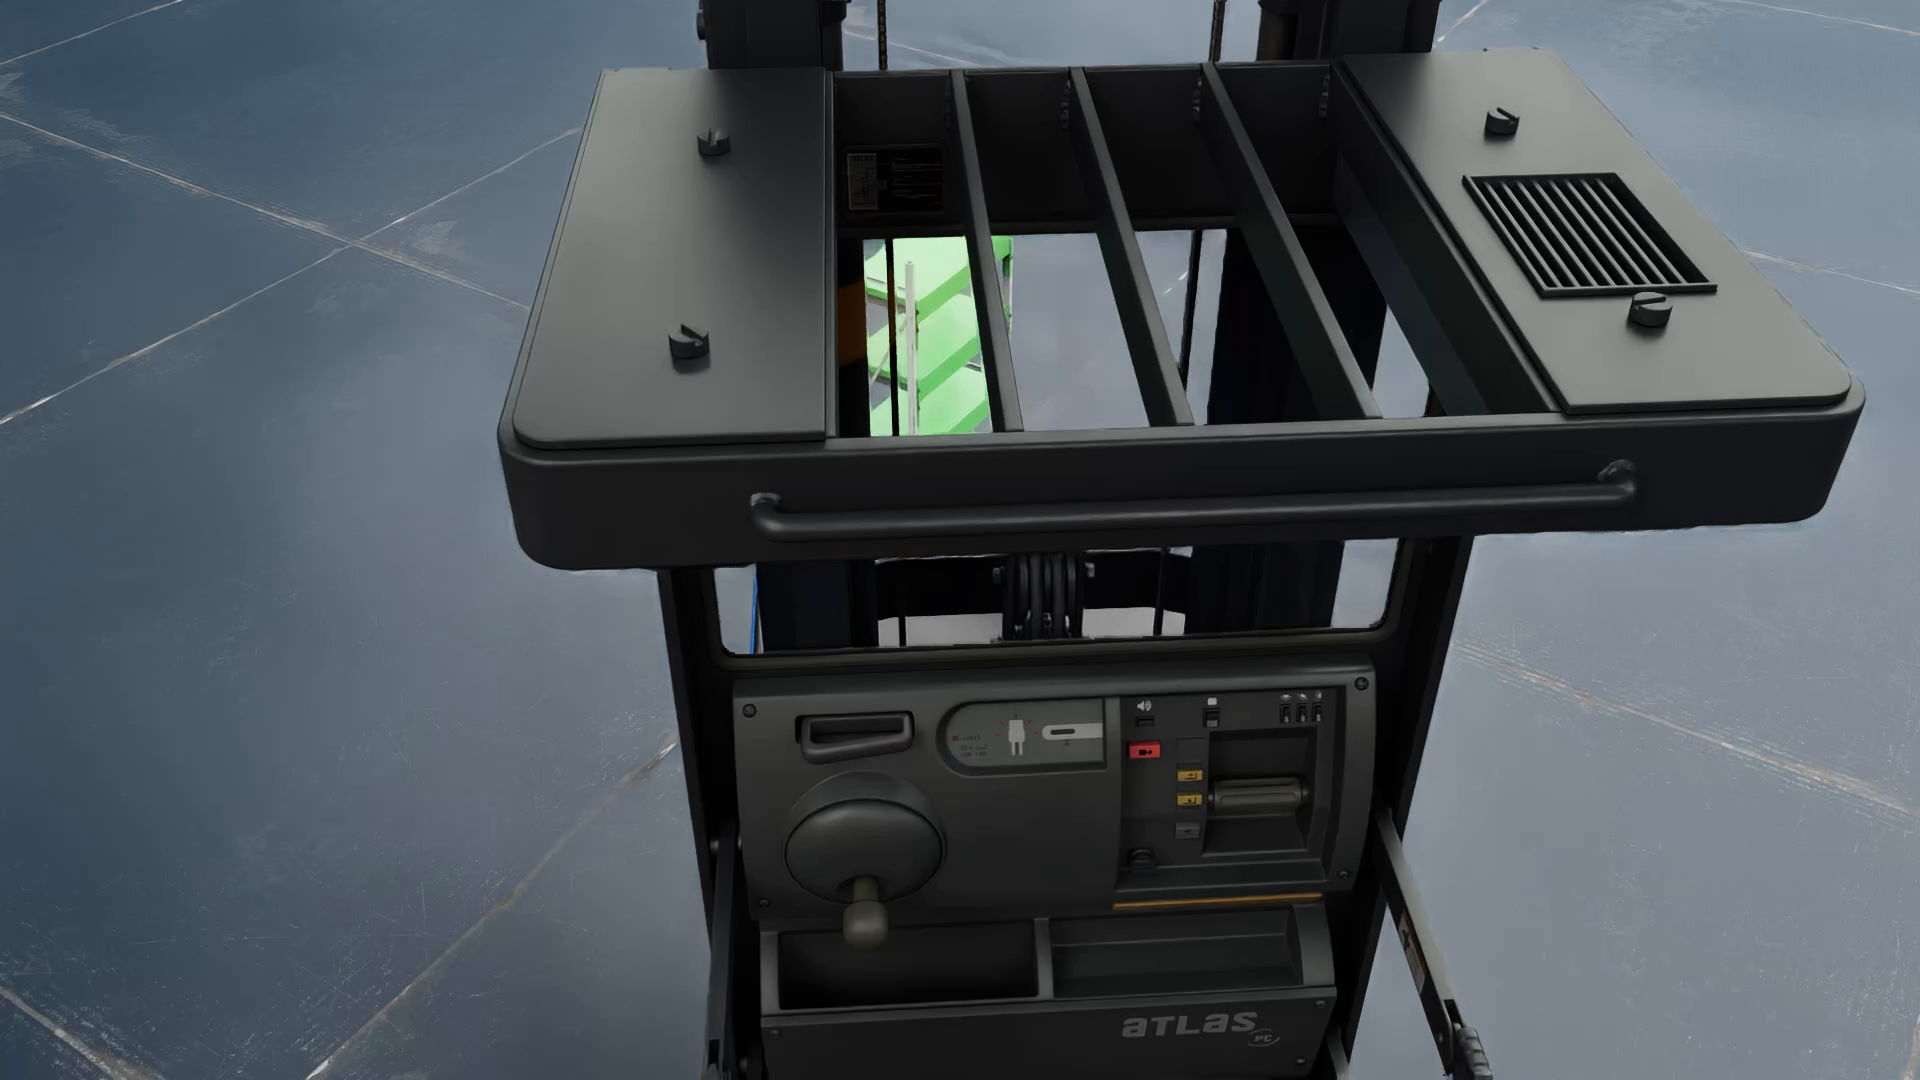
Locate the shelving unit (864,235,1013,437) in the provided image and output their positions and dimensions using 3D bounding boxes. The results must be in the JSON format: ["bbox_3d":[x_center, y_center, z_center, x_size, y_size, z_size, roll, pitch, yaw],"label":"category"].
[{"bbox_3d":[-0.089,-0.390,4.773,0.258,1.200,0.503,21,42,25],"label":"shelving unit"}]

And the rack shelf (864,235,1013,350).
[{"bbox_3d":[-0.089,-0.719,4.519,0.258,0.148,0.480,21,42,25],"label":"rack shelf"}]

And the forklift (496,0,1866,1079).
[{"bbox_3d":[0.158,0.453,2.262,1.130,2.935,3.031,-2,38,-3],"label":"forklift"}]

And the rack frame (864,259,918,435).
[{"bbox_3d":[-0.219,-0.264,4.610,0.240,1.200,0.015,21,42,25],"label":"rack frame"}]

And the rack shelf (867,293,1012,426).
[{"bbox_3d":[-0.089,-0.529,4.665,0.258,0.148,0.480,21,42,25],"label":"rack shelf"}]

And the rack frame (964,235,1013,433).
[{"bbox_3d":[0.042,-0.516,4.936,0.240,1.200,0.015,21,42,25],"label":"rack frame"}]

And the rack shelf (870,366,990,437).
[{"bbox_3d":[-0.089,-0.339,4.812,0.258,0.148,0.480,21,42,25],"label":"rack shelf"}]
